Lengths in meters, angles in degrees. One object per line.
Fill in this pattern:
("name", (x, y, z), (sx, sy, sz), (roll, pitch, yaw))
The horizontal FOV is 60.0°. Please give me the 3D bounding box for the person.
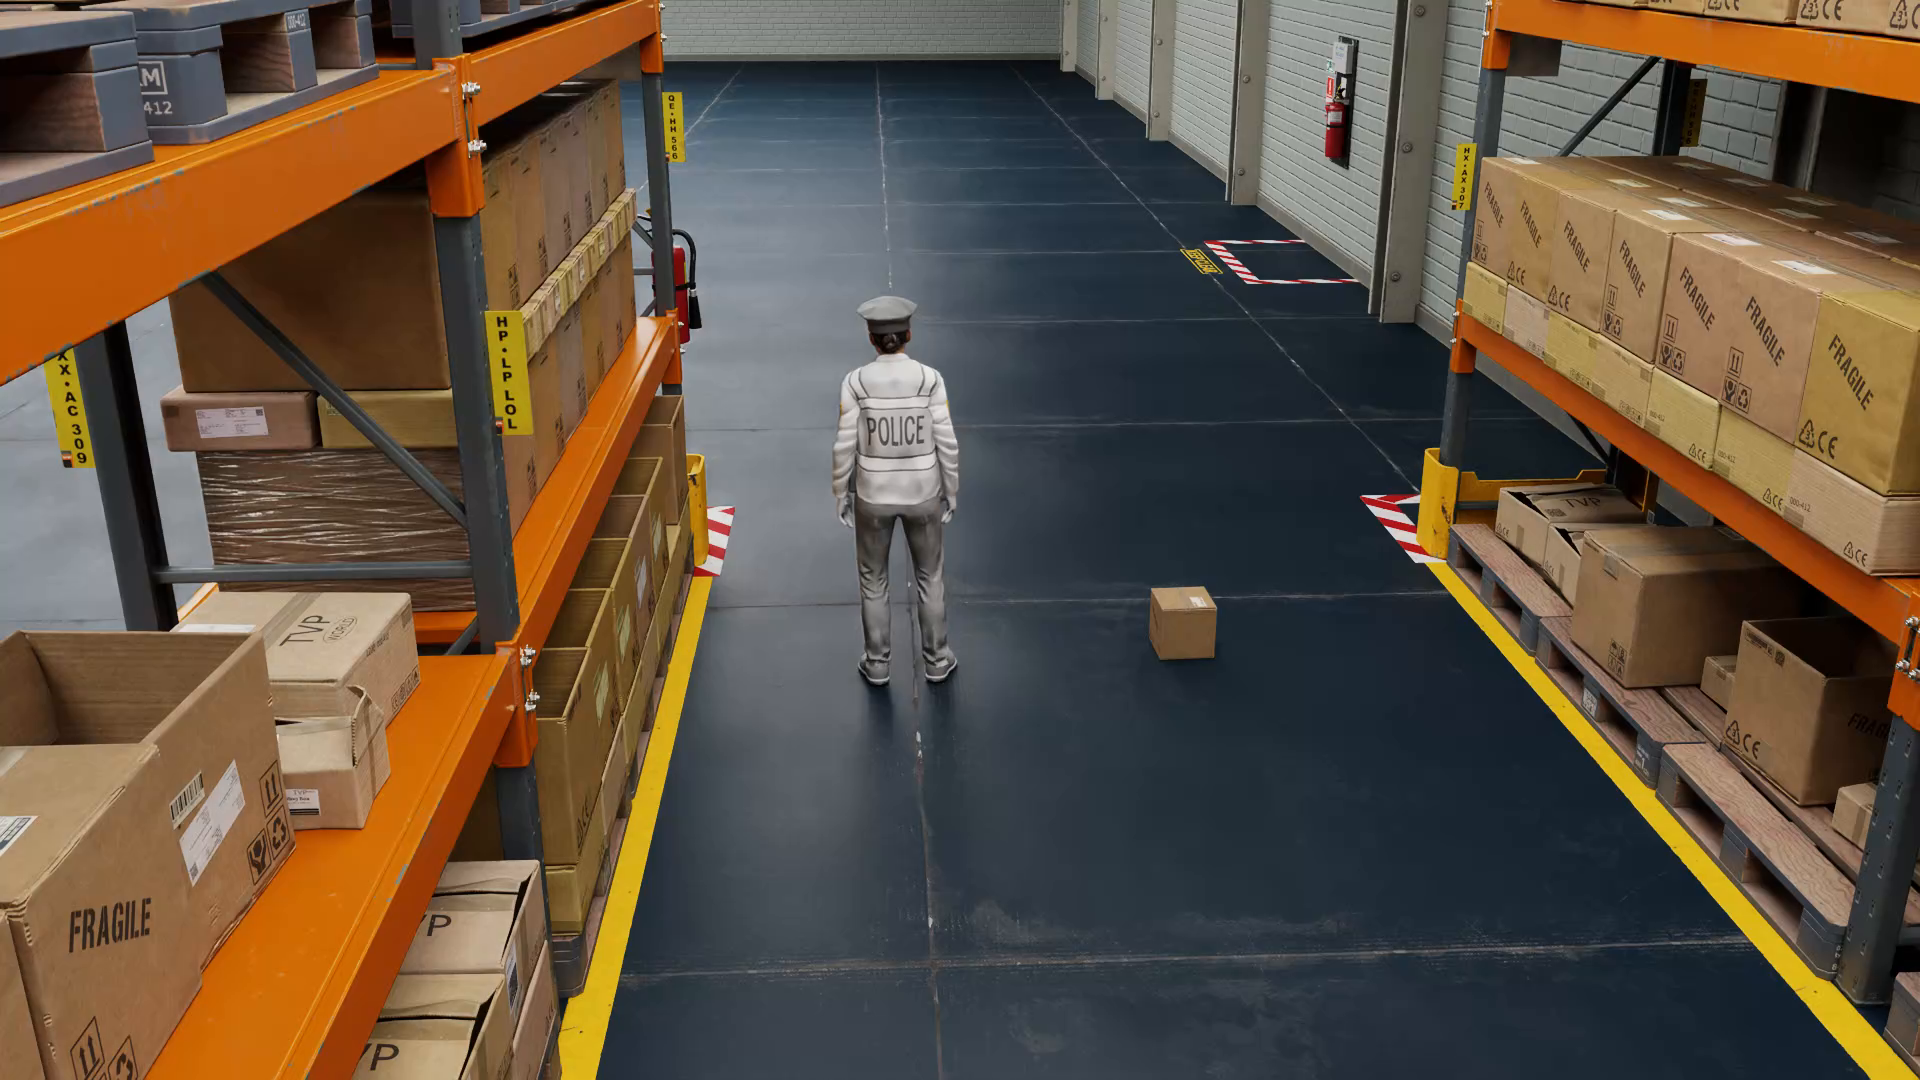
("person", (-0.271, -0.182, 7.059), (0.534, 1.662, 0.379), (-2, 21, -4))
